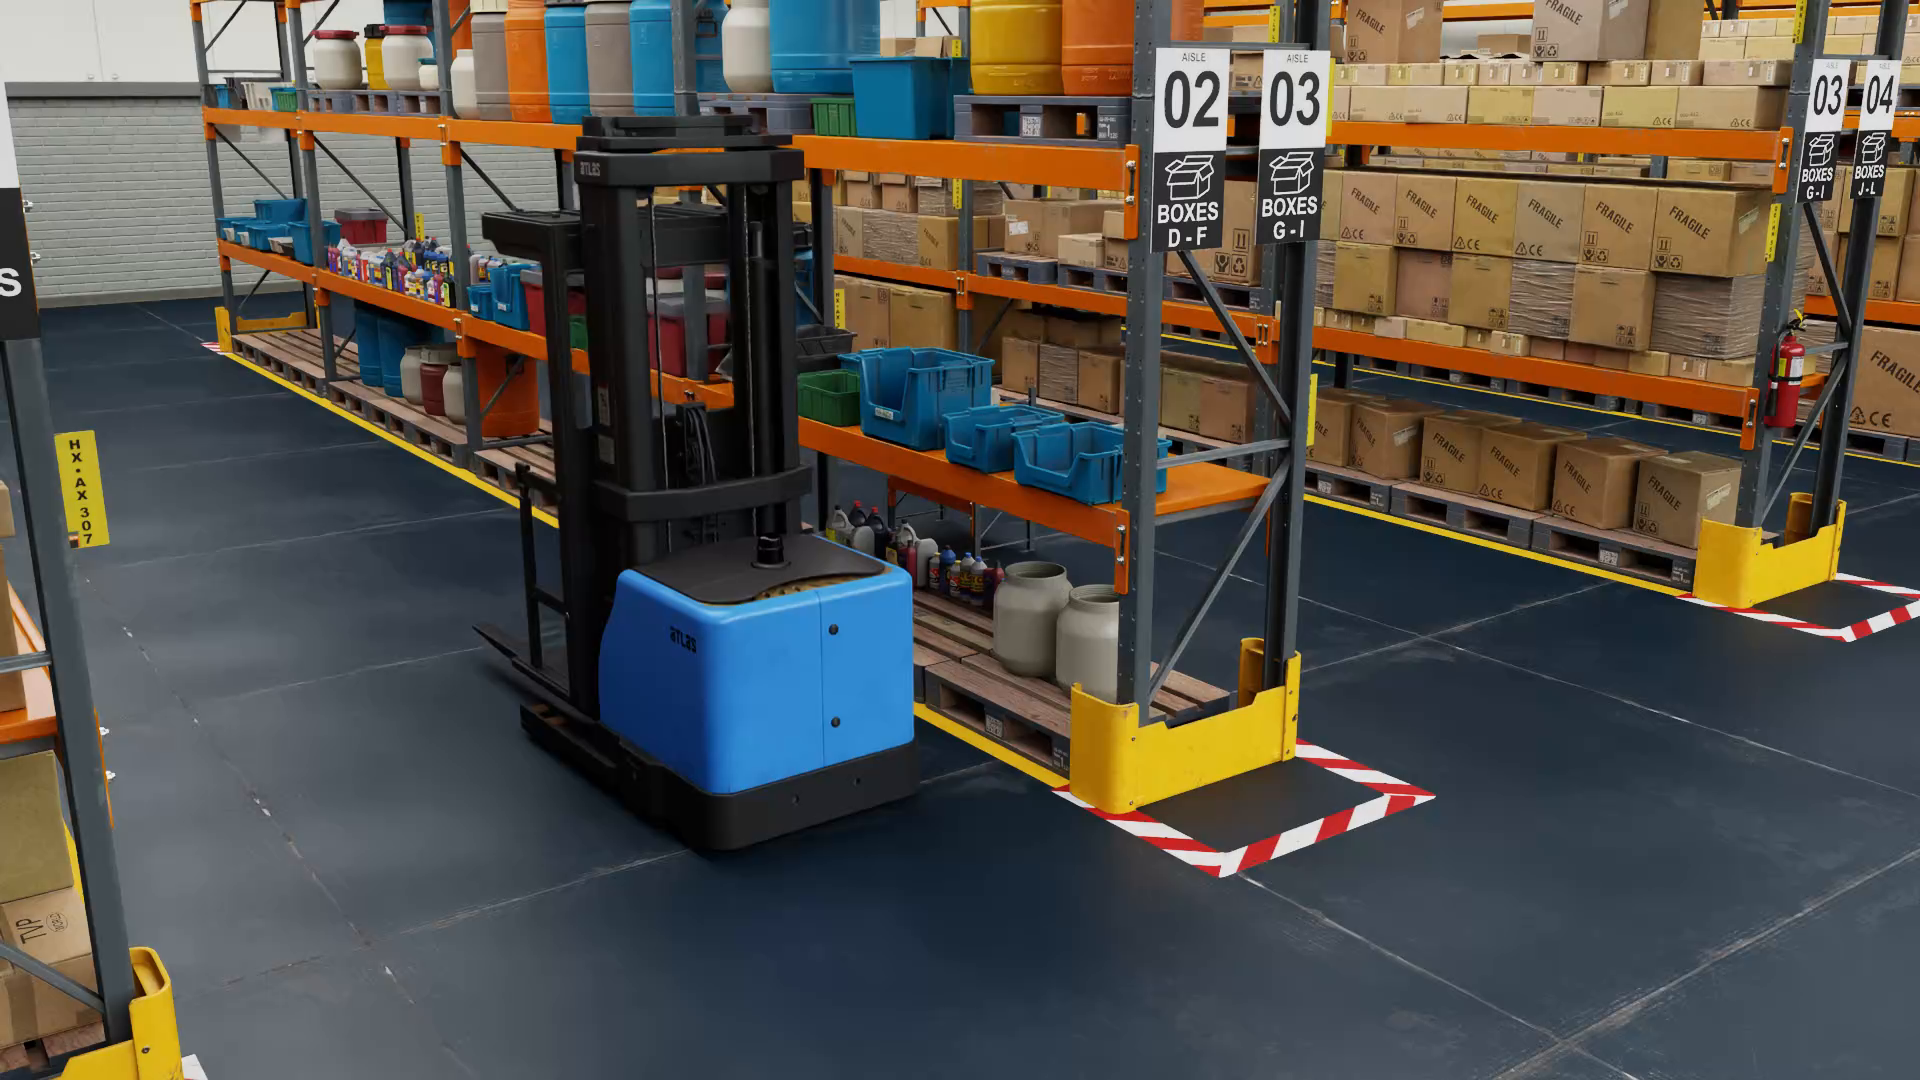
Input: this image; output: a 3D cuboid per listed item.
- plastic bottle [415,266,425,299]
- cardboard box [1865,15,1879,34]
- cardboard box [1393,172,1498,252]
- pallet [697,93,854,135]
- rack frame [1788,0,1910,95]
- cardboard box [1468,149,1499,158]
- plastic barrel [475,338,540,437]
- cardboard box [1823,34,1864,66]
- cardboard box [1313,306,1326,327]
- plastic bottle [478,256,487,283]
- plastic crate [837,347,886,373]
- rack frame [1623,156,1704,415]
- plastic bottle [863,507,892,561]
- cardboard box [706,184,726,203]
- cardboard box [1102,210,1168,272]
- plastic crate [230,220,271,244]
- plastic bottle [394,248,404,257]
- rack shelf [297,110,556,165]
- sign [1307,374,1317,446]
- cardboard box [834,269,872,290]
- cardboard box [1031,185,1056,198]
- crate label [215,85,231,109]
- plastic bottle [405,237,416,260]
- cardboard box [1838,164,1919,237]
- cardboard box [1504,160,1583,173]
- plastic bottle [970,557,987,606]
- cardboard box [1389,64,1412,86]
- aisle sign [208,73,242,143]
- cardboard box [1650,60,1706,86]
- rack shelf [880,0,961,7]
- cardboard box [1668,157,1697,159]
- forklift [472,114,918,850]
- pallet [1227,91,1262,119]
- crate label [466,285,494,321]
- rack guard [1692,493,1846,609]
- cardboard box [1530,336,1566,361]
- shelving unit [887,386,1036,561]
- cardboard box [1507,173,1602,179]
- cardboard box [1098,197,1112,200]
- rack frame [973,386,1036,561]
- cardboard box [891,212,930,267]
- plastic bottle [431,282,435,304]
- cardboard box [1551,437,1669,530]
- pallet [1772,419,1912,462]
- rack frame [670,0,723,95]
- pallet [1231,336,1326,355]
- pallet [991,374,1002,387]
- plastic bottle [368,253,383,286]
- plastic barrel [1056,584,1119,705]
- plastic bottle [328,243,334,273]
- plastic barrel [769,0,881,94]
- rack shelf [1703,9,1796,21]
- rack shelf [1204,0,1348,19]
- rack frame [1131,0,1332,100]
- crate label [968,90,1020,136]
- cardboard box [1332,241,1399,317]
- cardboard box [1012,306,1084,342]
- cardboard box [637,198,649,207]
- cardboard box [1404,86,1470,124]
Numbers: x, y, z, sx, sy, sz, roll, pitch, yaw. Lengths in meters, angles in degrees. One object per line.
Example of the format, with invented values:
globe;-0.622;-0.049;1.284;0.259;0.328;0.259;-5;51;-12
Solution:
plastic bottle;-4.584;-2.193;14.150;0.097;0.271;0.097;0;15;0
cardboard box;7.680;-4.243;13.697;0.380;0.149;0.250;-11;19;-35
cardboard box;3.423;-2.315;11.704;0.500;0.500;0.500;-11;19;-35
pallet;-0.728;-2.438;9.476;1.213;0.211;1.003;-11;19;-35
rack frame;5.127;-4.029;9.250;1.000;3.000;0.127;-11;19;-35
cardboard box;7.329;-5.198;22.801;0.500;0.500;0.500;-11;19;-34
plastic barrel;-3.884;-1.333;14.078;0.600;0.830;0.708;-11;19;-35
cardboard box;7.503;-4.143;14.087;0.500;0.250;0.500;-11;19;-35
cardboard box;2.795;-1.720;12.656;0.380;0.149;0.250;-11;19;-35
plastic bottle;-4.301;-2.431;15.020;0.097;0.271;0.097;0;15;0
plastic crate;-0.361;-0.955;9.664;0.499;0.251;0.616;-11;19;-35
rack frame;6.847;-2.738;15.897;1.000;3.000;0.127;-11;19;-35
plastic bottle;-0.507;-0.022;10.157;0.144;0.351;0.185;-12;19;-37
cardboard box;-2.706;-4.295;19.886;0.500;0.500;0.500;-11;19;-34
cardboard box;1.681;-2.598;14.394;0.797;0.503;0.637;-9;18;-29
plastic crate;-8.021;-3.487;18.838;0.416;0.233;0.300;-11;19;-35
plastic bottle;-5.532;-2.776;16.413;0.097;0.201;0.097;0;15;0
rack shelf;-4.759;-3.602;14.734;1.077;0.370;4.000;-11;19;-35
sign;1.568;-0.585;7.506;0.100;0.325;0.005;-11;19;-35
cardboard box;-1.010;-2.551;18.445;1.225;0.875;0.875;-12;19;-36
cardboard box;1.326;-4.808;22.709;0.500;0.500;0.500;-11;19;-36
crate label;-8.006;-4.911;18.437;0.408;0.251;0.502;-11;19;-35
plastic bottle;-5.246;-2.737;15.989;0.144;0.351;0.185;-11;19;-35
cardboard box;7.978;-2.899;14.156;0.875;0.550;0.500;-11;19;-35
cardboard box;5.949;-3.591;16.931;0.700;0.500;0.500;-11;19;-34
plastic bottle;0.105;0.228;9.394;0.097;0.271;0.097;0;15;0
cardboard box;3.250;-3.286;11.746;0.380;0.149;0.250;-10;18;-33
aisle sign;-8.569;-5.006;19.261;0.394;0.787;0.004;-11;19;-35
cardboard box;4.404;-2.828;10.074;0.380;0.149;0.250;-12;19;-37
rack shelf;-0.753;-5.624;17.200;1.077;0.370;4.000;-11;19;-35
cardboard box;9.244;-4.614;21.202;0.500;0.500;0.500;-11;19;-35
forklift;-1.477;-0.480;7.779;1.130;2.935;3.031;-11;19;-36
pallet;2.498;-3.494;13.334;1.213;0.211;1.003;-11;19;-35
crate label;-3.639;-1.846;12.956;0.303;0.233;0.416;-11;19;-35
rack guard;5.082;0.054;10.432;1.175;0.500;0.348;-11;19;-35
cardboard box;4.044;-1.307;11.147;0.380;0.149;0.250;-11;19;-35
shelving unit;-0.004;-0.544;11.433;0.538;1.125;1.048;-11;19;-35
cardboard box;4.142;-2.289;11.612;0.500;0.500;0.500;-11;19;-35
cardboard box;2.002;-4.372;21.548;0.380;0.149;0.250;-12;19;-37
rack frame;0.295;-0.435;11.036;0.500;1.125;0.032;-11;19;-35
cardboard box;-0.356;-3.066;16.907;0.500;0.500;0.500;-11;19;-35
plastic bottle;-4.355;-2.076;13.855;0.097;0.201;0.097;0;15;0
cardboard box;4.394;-0.391;11.261;0.500;0.500;0.500;-6;16;-20
pallet;7.952;-0.958;14.675;1.003;0.211;1.213;-11;19;-35
rack frame;-1.231;-4.114;9.562;1.000;3.000;0.127;-11;19;-35
pallet;4.036;-2.414;19.997;1.003;0.211;1.213;-11;19;-35
pallet;0.021;-1.679;17.310;1.003;0.211;1.213;-11;19;-35
plastic bottle;-5.290;-2.464;15.132;0.152;0.276;0.135;-11;19;-35
plastic barrel;0.672;0.502;7.977;0.421;0.512;0.421;0;15;0
plastic bottle;-6.064;-2.728;16.083;0.061;0.283;0.133;-11;19;-35
plastic barrel;-0.733;-2.883;8.999;0.600;0.901;0.708;-11;19;-35
rack shelf;11.276;-7.934;25.638;1.077;0.370;4.000;-11;19;-35
rack shelf;3.319;-6.373;19.934;1.077;0.370;4.000;-11;19;-35
rack frame;1.121;-3.260;6.442;1.000;3.000;0.127;-11;19;-35
crate label;0.287;-2.193;8.505;0.502;0.251;0.408;-11;19;-35
cardboard box;3.255;-1.963;12.314;0.875;0.500;0.500;-11;19;-35
cardboard box;0.842;-2.073;15.951;0.500;0.250;0.500;-10;18;-32
cardboard box;-3.906;-4.369;21.576;0.500;0.250;0.500;-11;19;-35
cardboard box;3.431;-3.008;11.487;0.500;0.250;0.500;-12;19;-37
